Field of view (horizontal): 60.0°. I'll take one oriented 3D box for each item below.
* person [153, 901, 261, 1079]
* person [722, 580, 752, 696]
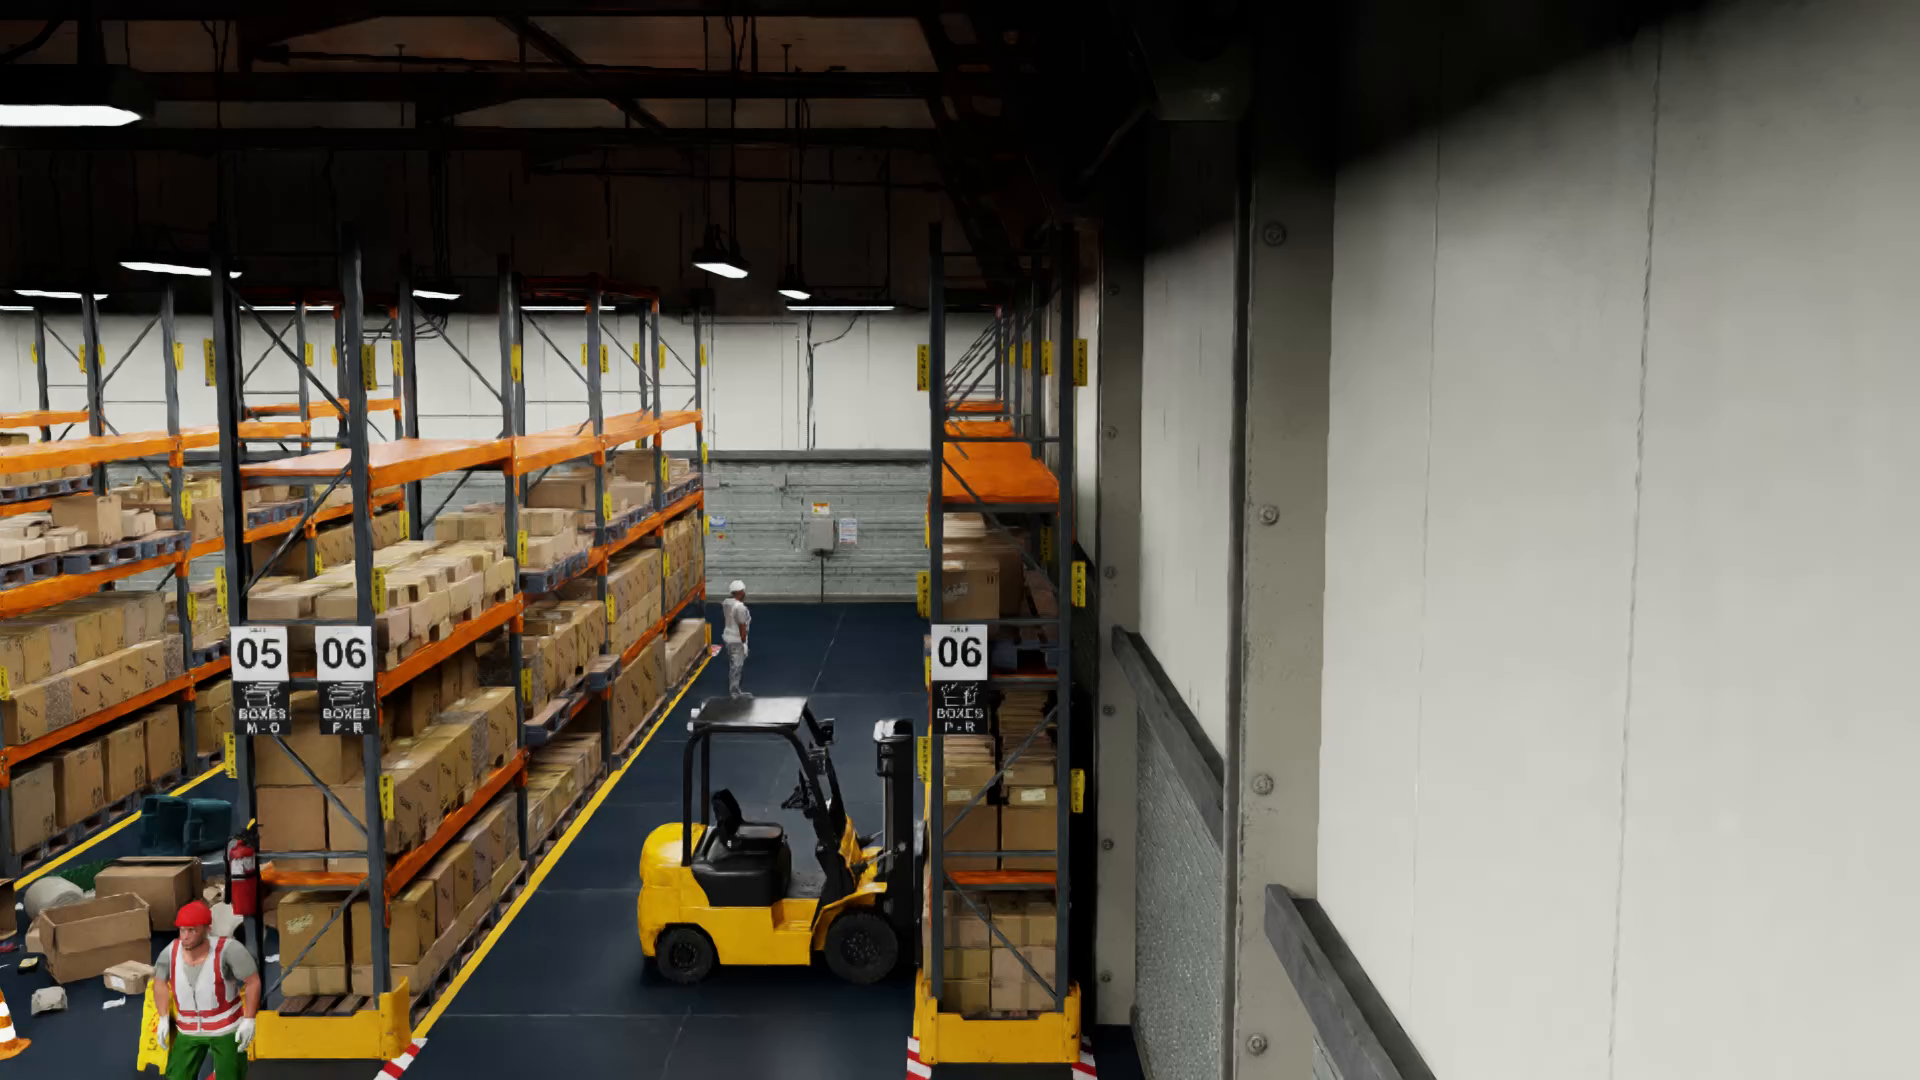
[{"bbox_3d":[-4.758,3.092,10.504,0.677,1.742,0.552,0,7,-1],"label":"person"},{"bbox_3d":[-3.178,1.463,24.005,0.475,1.789,0.637,-4,8,-29],"label":"person"}]
